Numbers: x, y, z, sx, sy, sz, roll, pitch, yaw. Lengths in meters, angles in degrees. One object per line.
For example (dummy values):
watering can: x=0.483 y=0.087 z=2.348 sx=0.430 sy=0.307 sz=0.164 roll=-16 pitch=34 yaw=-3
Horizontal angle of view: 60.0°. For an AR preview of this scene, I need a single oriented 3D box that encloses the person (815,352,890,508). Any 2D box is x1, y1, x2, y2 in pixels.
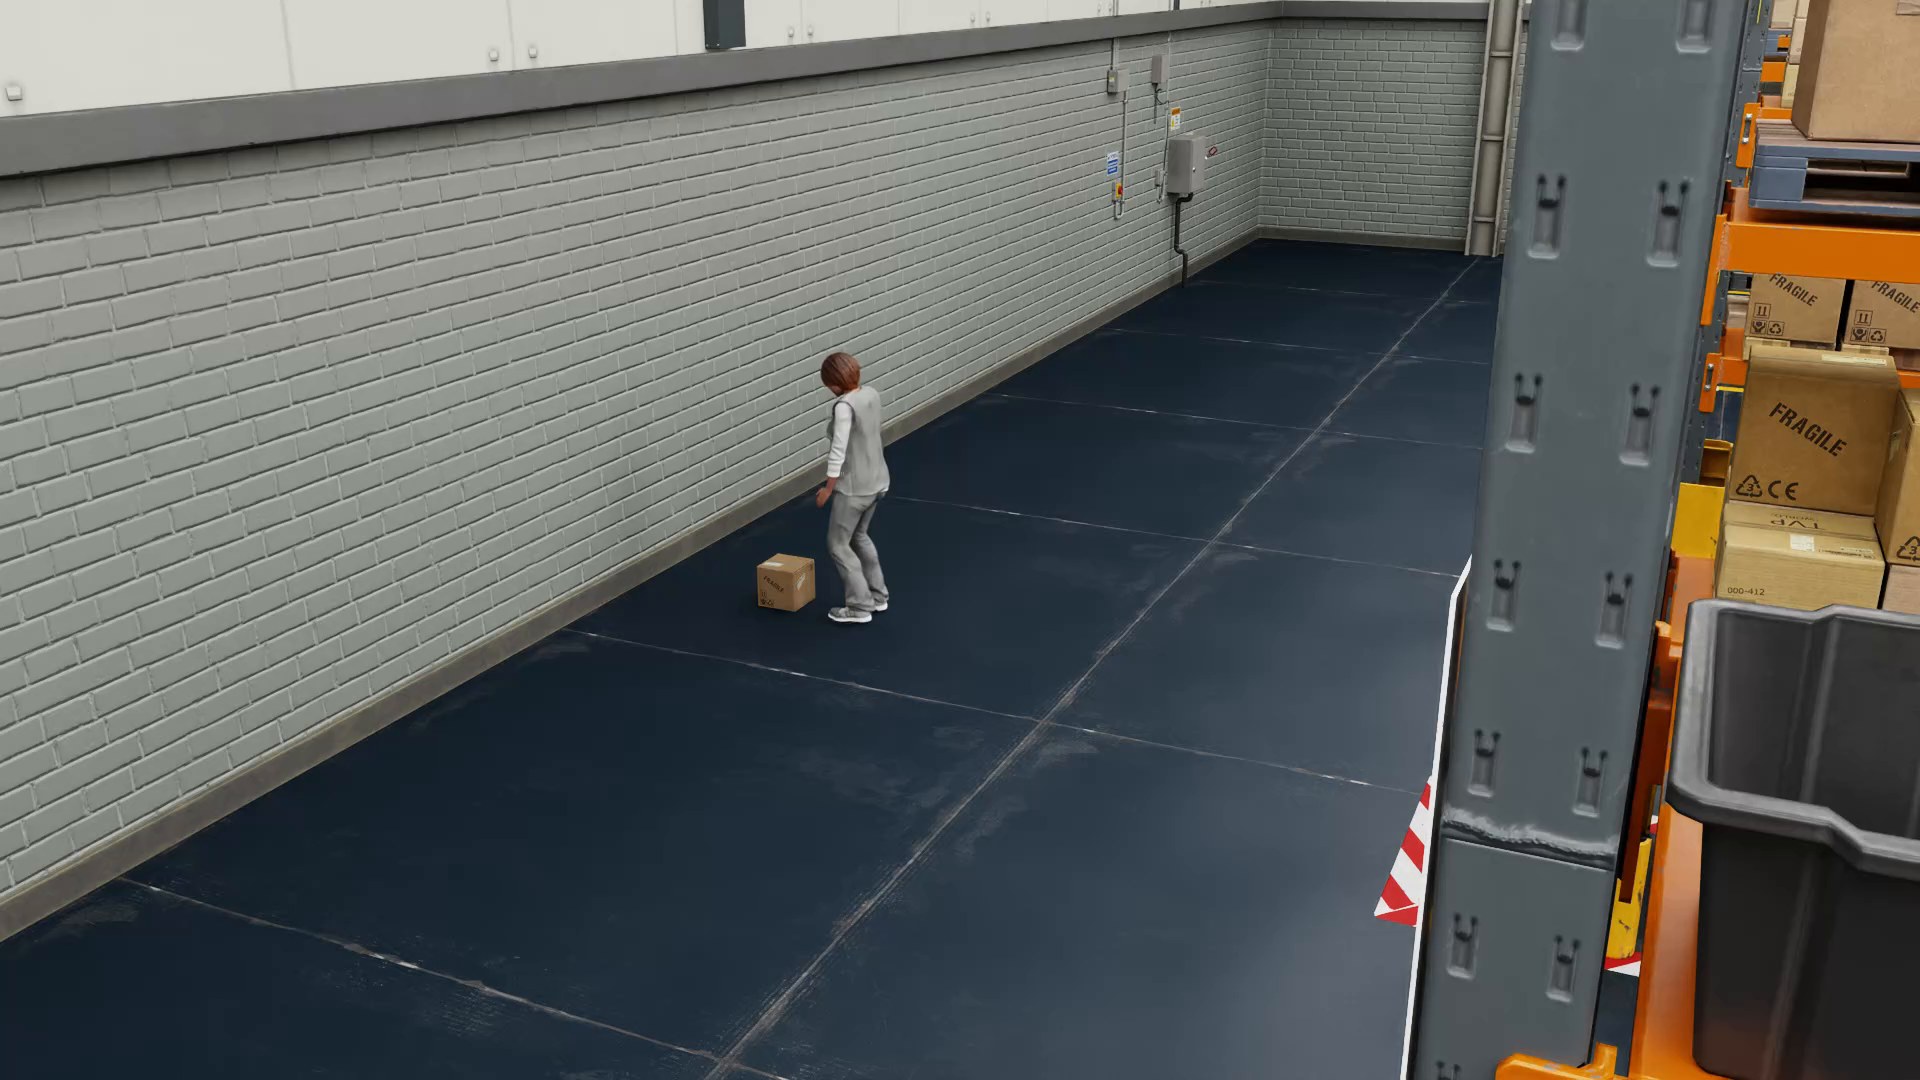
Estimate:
person: x=-0.605 y=-0.603 z=9.360 sx=0.368 sy=0.870 sz=0.423 roll=9 pitch=21 yaw=24
